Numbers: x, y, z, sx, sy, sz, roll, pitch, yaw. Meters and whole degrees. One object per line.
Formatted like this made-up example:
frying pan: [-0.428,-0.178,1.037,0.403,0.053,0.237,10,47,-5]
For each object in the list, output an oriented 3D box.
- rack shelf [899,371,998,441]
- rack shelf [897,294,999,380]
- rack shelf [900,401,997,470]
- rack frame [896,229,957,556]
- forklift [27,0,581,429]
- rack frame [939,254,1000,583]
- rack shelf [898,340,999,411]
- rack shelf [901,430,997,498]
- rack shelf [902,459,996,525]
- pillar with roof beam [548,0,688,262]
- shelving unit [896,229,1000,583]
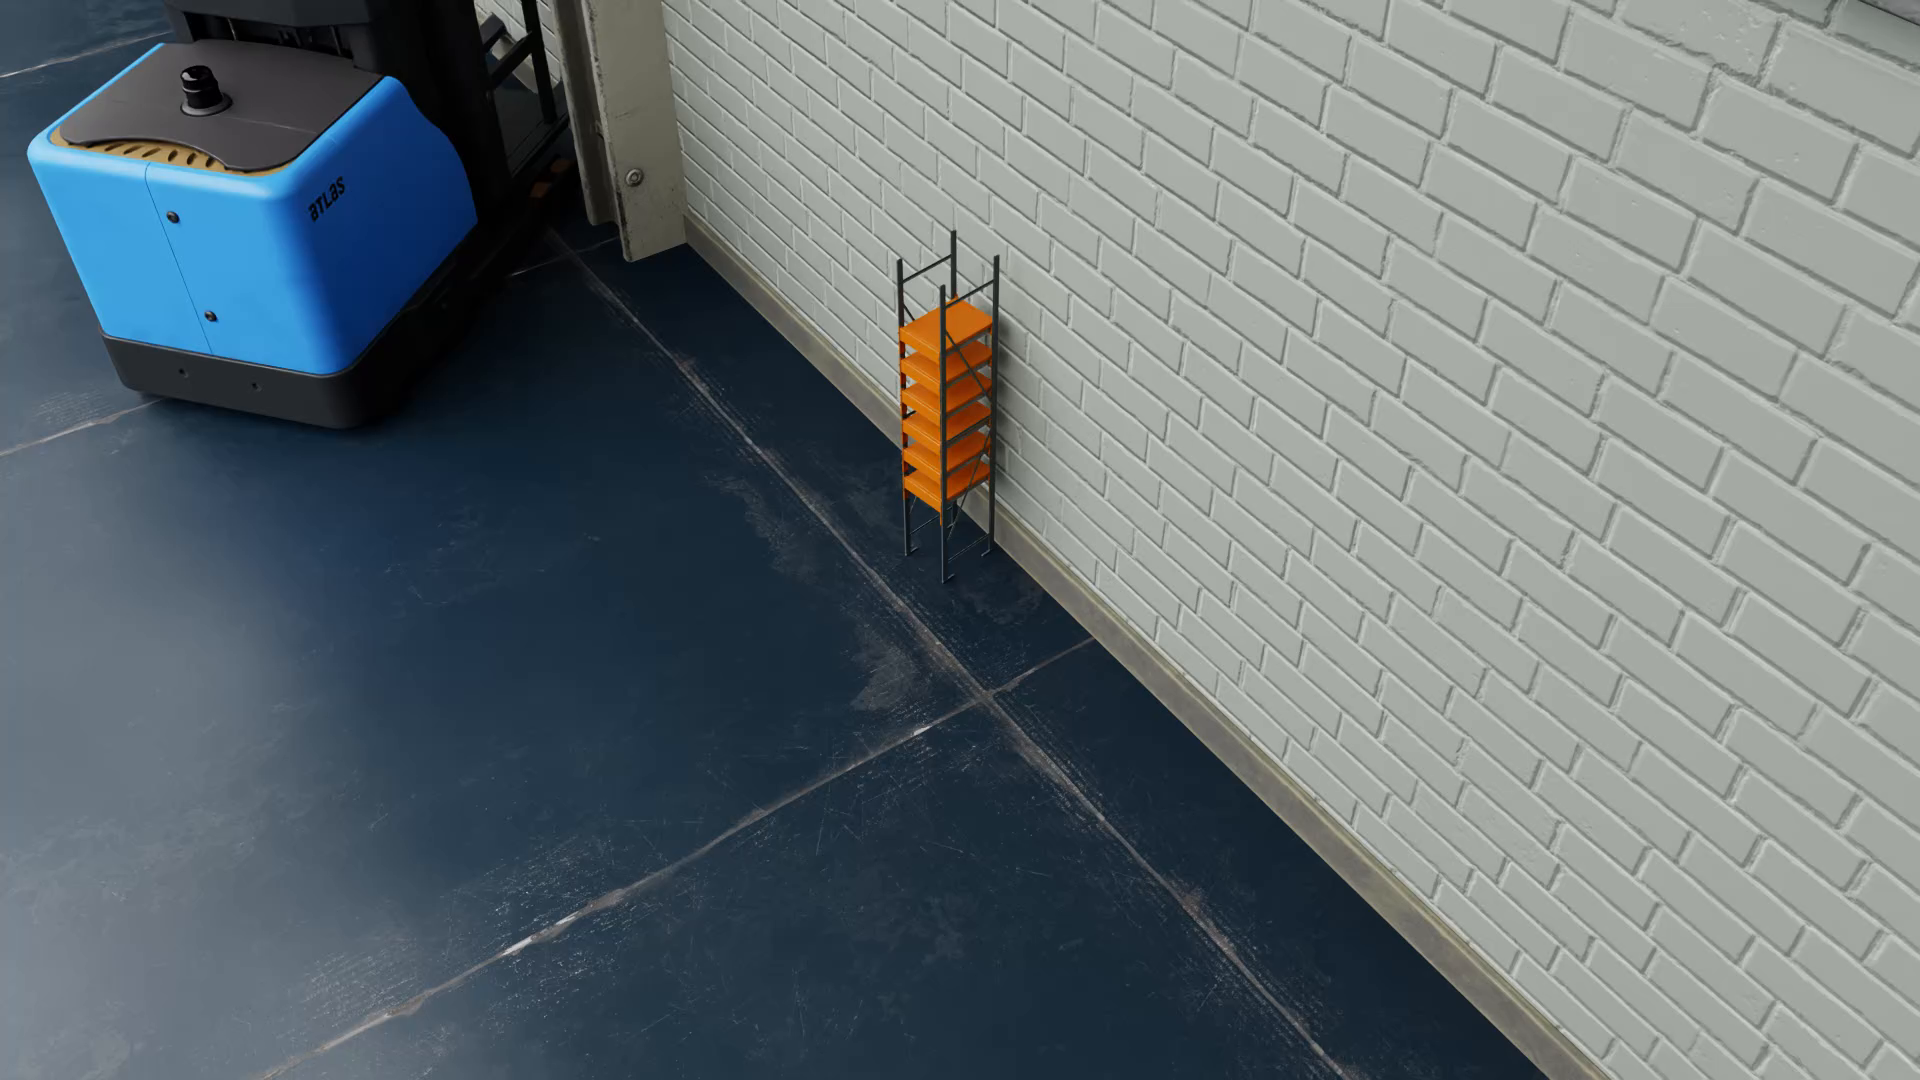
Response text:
rack shelf: [-0.035,-0.448,5.240,0.258,0.103,0.180,-34,53,-30]
rack shelf: [-0.035,-0.622,5.075,0.258,0.103,0.180,-34,53,-30]
rack shelf: [-0.035,-0.361,5.323,0.258,0.103,0.180,-34,53,-30]
rack frame: [-0.099,-0.438,5.340,0.240,1.200,0.006,-34,53,-30]
forklift: [-2.291,-2.500,6.247,1.130,2.935,3.031,11,45,11]
rack frame: [0.028,-0.348,5.244,0.240,1.200,0.006,-34,53,-30]
rack shelf: [-0.035,-0.535,5.157,0.258,0.103,0.180,-34,53,-30]
rack shelf: [-0.035,-0.274,5.405,0.258,0.103,0.180,-34,53,-30]
rack shelf: [-0.035,-0.187,5.488,0.258,0.103,0.180,-34,53,-30]
pillar with roof beam: [-4.904,-2.889,2.259,9.100,9.000,0.400,-26,49,-24]
shelving unit: [-0.035,-0.393,5.292,0.258,1.200,0.189,-34,53,-30]
